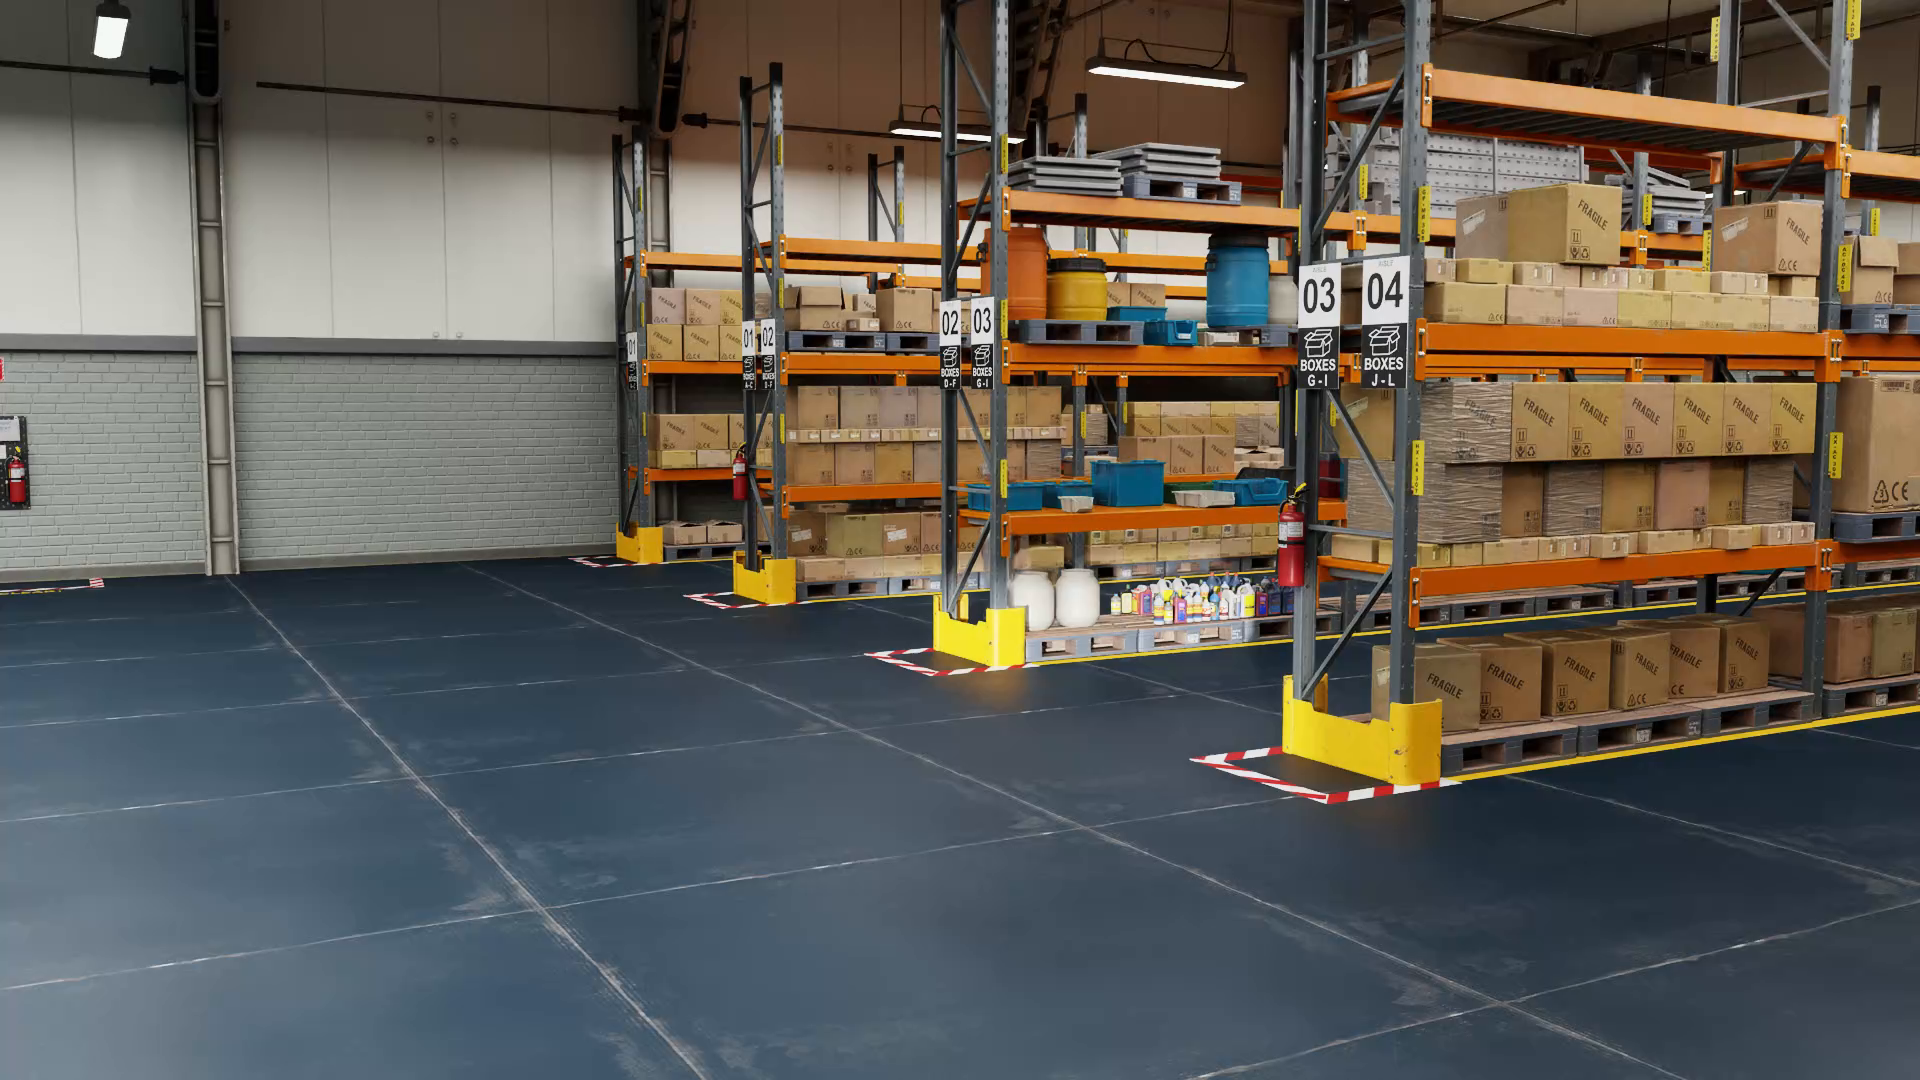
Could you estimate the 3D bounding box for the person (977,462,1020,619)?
[{"bbox_3d":[0.427,0.016,17.317,0.523,1.671,0.392,3,6,26],"label":"person"}]
